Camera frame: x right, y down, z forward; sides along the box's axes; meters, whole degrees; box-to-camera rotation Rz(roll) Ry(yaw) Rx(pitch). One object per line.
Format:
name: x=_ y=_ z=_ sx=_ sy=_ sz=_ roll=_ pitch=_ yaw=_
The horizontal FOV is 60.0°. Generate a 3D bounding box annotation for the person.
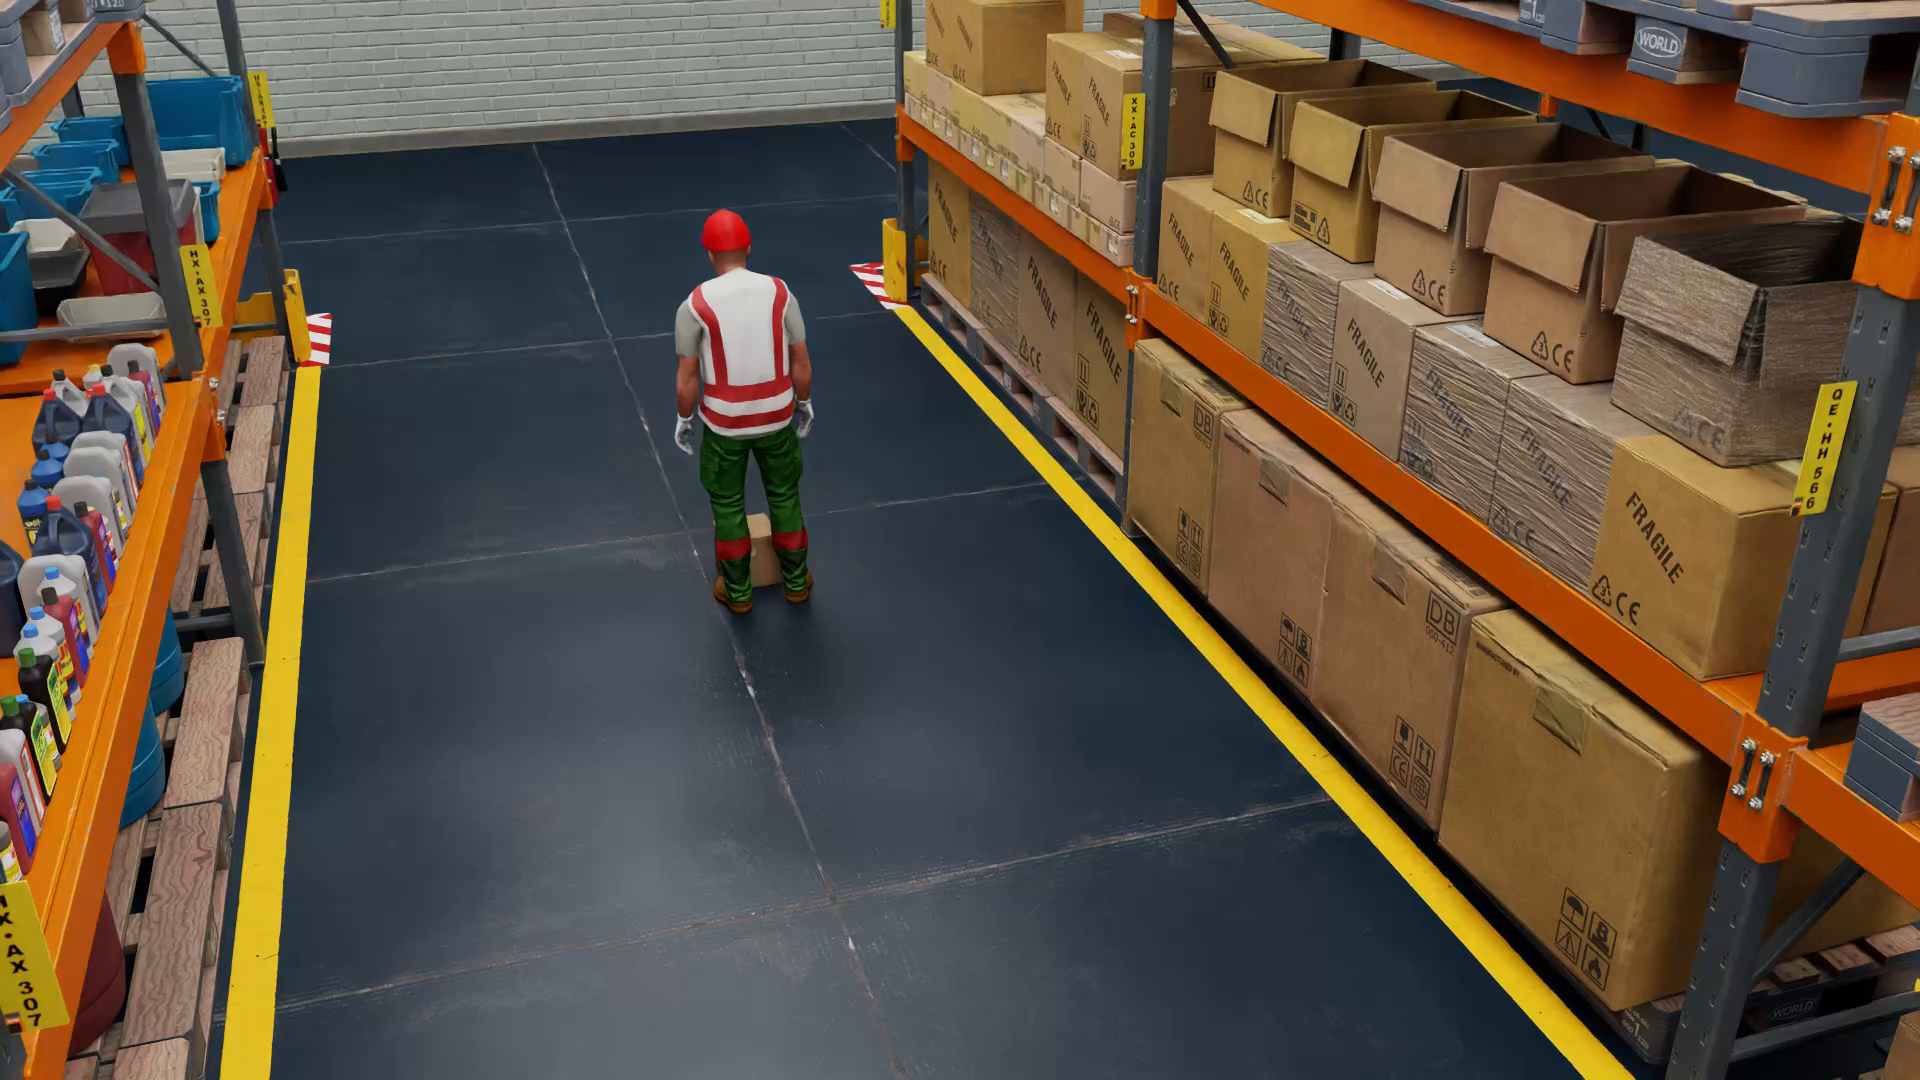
person: x=-0.928 y=-0.535 z=7.187 sx=0.623 sy=1.779 sz=0.452 roll=-9 pitch=27 yaw=-18
